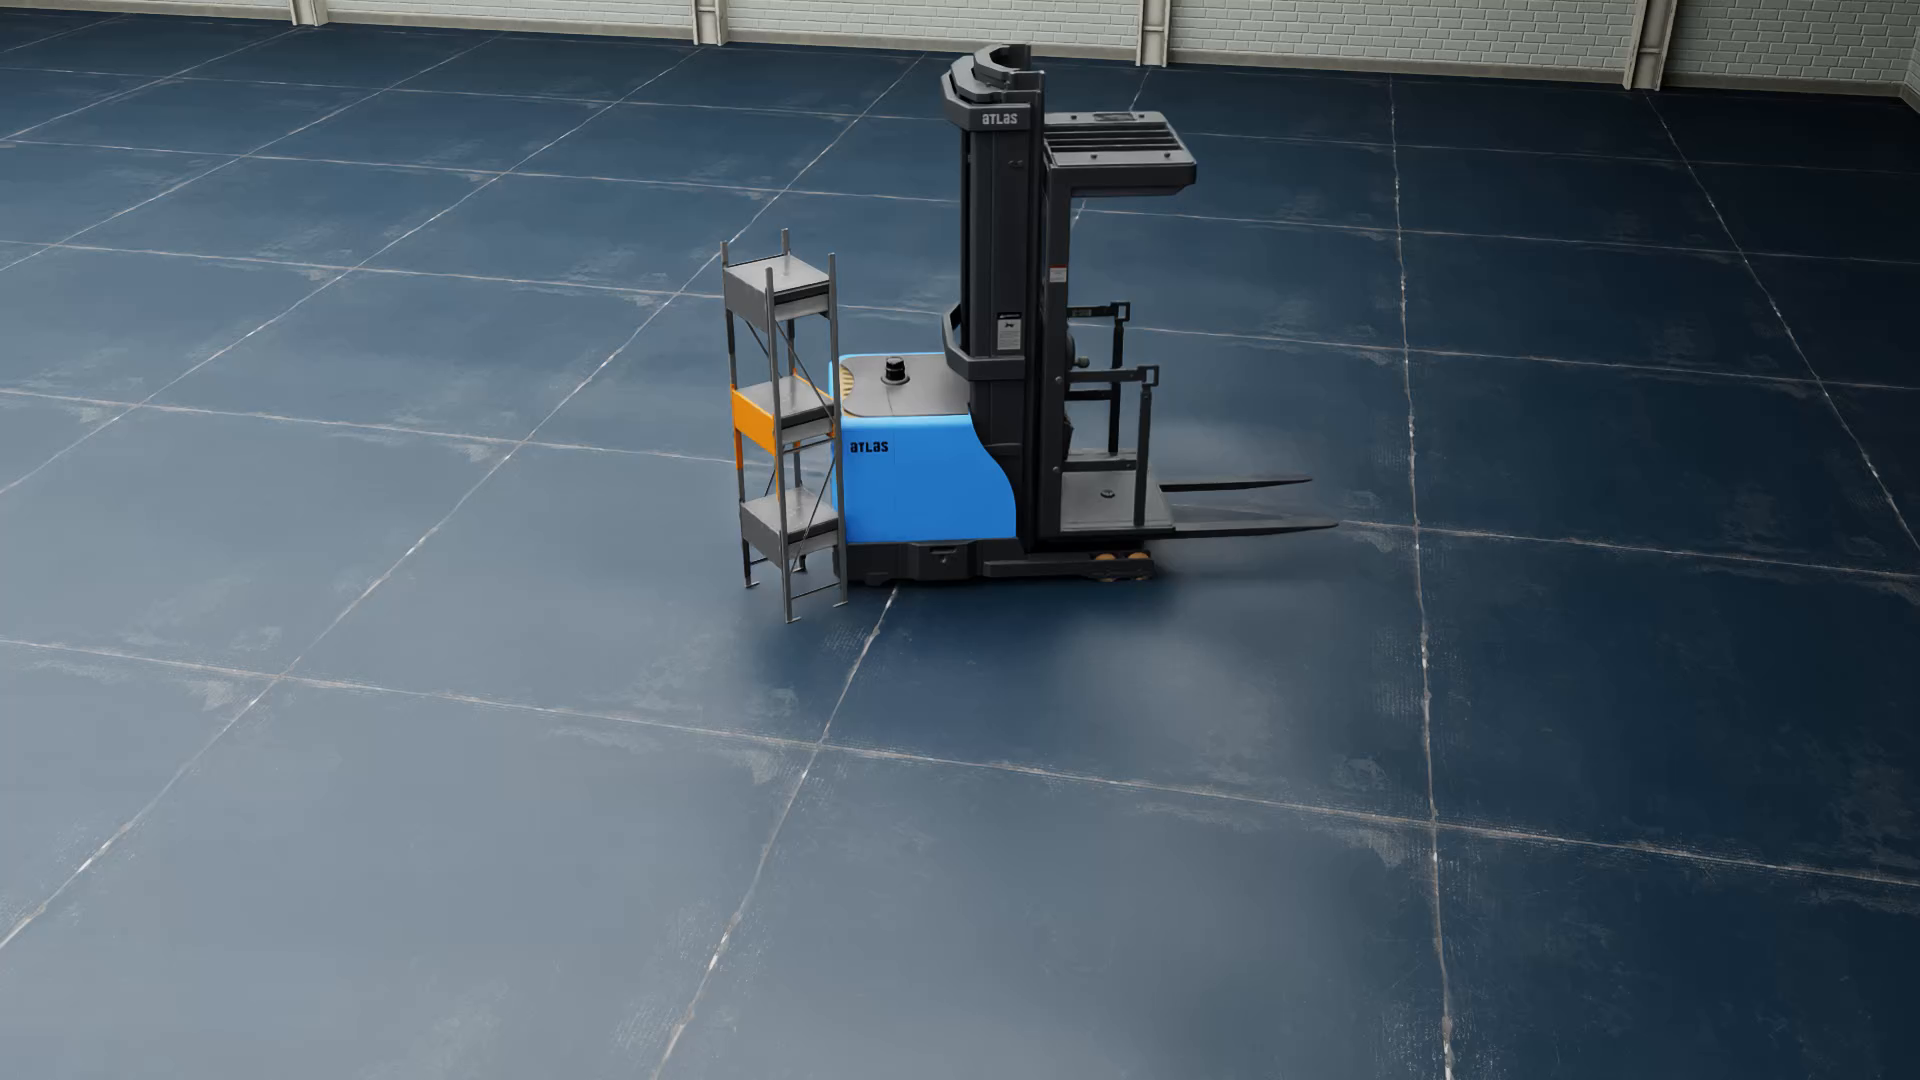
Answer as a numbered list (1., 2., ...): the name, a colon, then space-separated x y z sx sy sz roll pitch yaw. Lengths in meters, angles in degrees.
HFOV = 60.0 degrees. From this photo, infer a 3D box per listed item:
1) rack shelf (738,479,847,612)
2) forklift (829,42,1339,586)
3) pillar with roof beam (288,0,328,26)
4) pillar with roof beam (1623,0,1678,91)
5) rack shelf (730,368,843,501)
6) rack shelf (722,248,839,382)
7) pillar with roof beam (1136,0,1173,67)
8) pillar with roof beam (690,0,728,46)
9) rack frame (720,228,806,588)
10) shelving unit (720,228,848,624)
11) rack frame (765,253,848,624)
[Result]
1. rack shelf: -0.953 0.026 9.502 0.431 0.518 0.480 -18 34 -30
2. forklift: 0.739 -1.288 9.551 3.031 2.935 1.130 -2 29 -4
3. pillar with roof beam: -10.146 -9.291 17.849 0.400 9.000 9.100 6 29 11
4. pillar with roof beam: 7.457 -7.486 14.552 0.400 9.000 9.100 6 29 11
5. rack shelf: -0.953 -0.588 9.166 0.431 0.518 0.480 -18 34 -30
6. rack shelf: -0.953 -1.202 8.830 0.431 0.518 0.480 -18 34 -30
7. pillar with roof beam: 1.590 -8.087 15.651 0.400 9.000 9.100 6 29 11
8. pillar with roof beam: -4.278 -8.689 16.750 0.400 9.000 9.100 6 29 11
9. rack frame: -1.091 -0.696 9.336 0.400 2.100 0.015 -18 34 -30
10. shelving unit: -0.953 -0.600 9.159 0.431 2.100 0.503 -18 34 -30
11. rack frame: -0.814 -0.504 8.983 0.400 2.100 0.015 -18 34 -30
